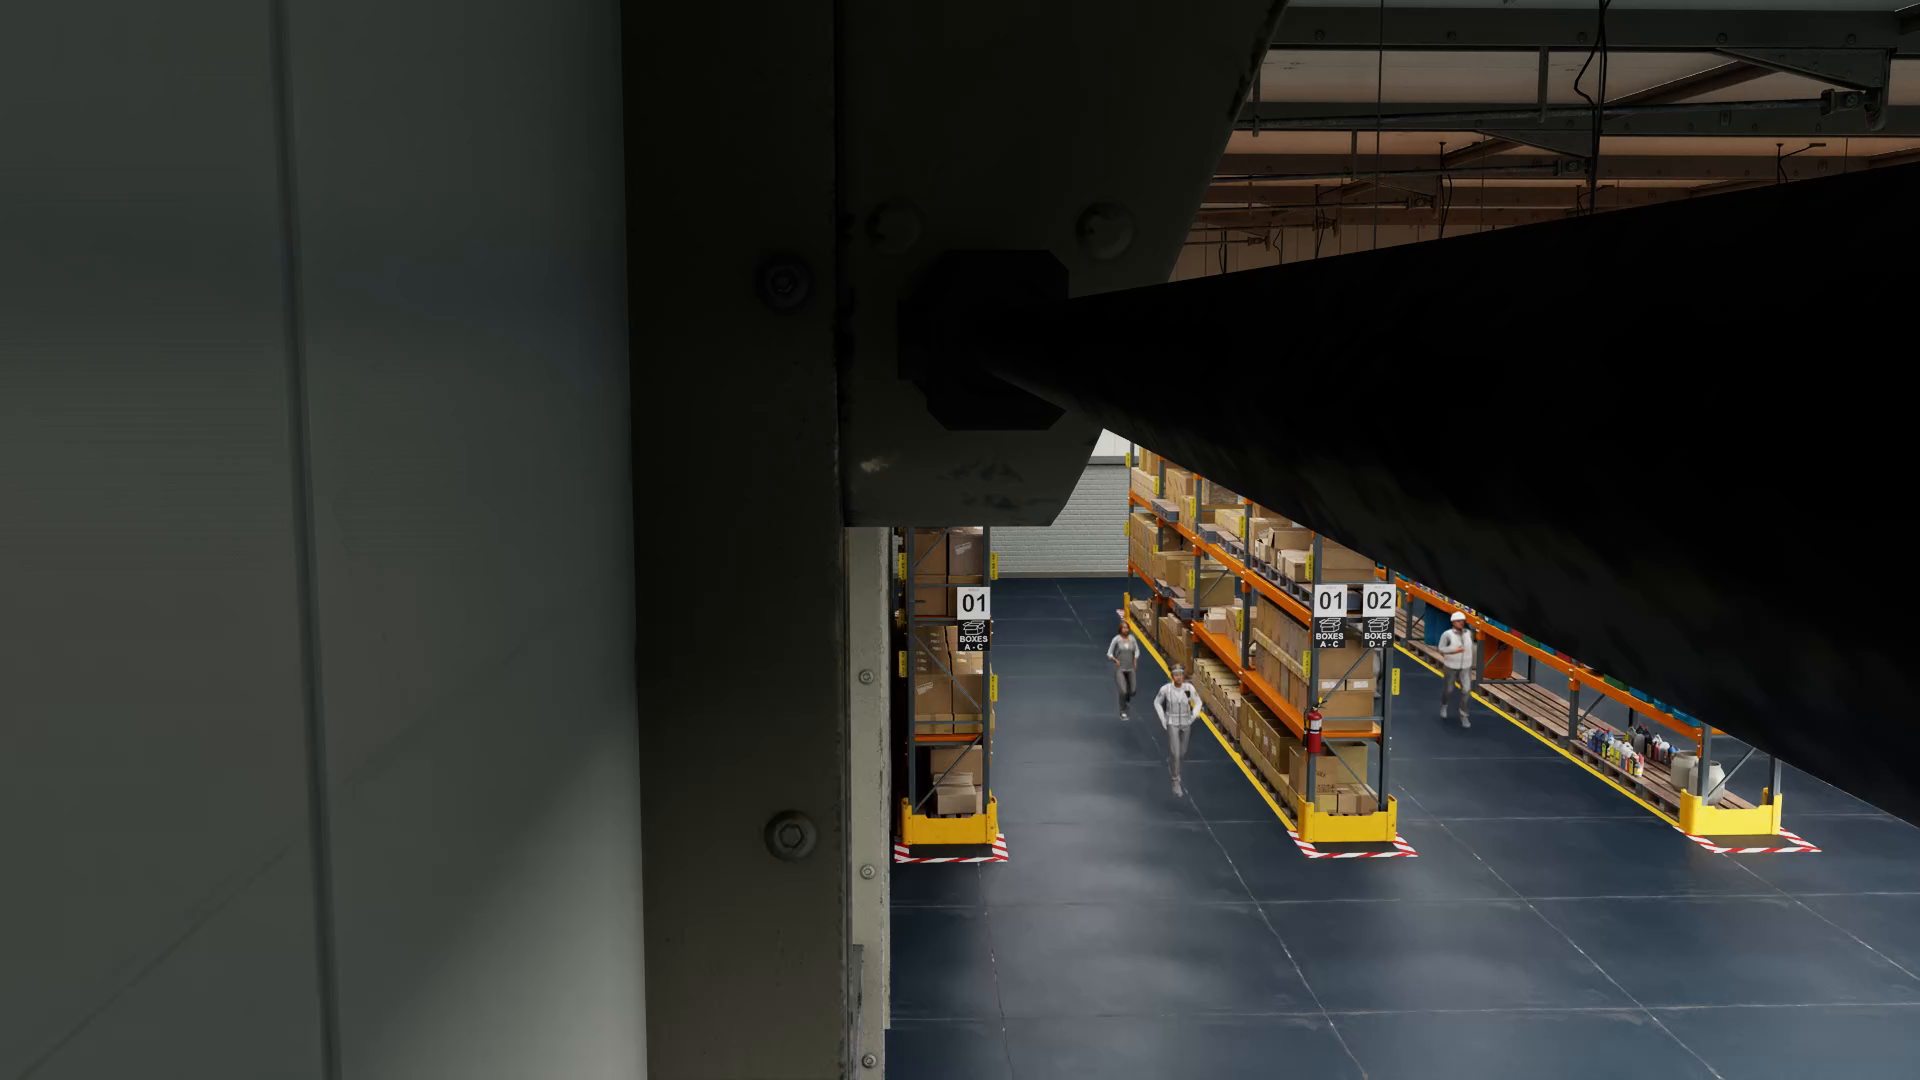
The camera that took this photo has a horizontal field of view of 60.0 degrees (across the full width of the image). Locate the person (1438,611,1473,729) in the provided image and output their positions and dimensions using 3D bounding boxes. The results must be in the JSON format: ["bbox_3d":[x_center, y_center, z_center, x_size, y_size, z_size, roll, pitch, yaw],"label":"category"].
[{"bbox_3d":[7.920,2.041,26.600,0.640,1.828,0.828,-1,7,-4],"label":"person"}]

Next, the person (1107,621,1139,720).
[{"bbox_3d":[2.559,2.029,25.903,0.532,1.550,0.559,-1,7,-9],"label":"person"}]

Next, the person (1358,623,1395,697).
[{"bbox_3d":[7.132,1.844,28.353,0.674,1.721,0.569,0,7,-4],"label":"person"}]

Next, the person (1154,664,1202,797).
[{"bbox_3d":[2.890,2.464,22.075,0.634,1.734,0.730,-1,7,-4],"label":"person"}]
